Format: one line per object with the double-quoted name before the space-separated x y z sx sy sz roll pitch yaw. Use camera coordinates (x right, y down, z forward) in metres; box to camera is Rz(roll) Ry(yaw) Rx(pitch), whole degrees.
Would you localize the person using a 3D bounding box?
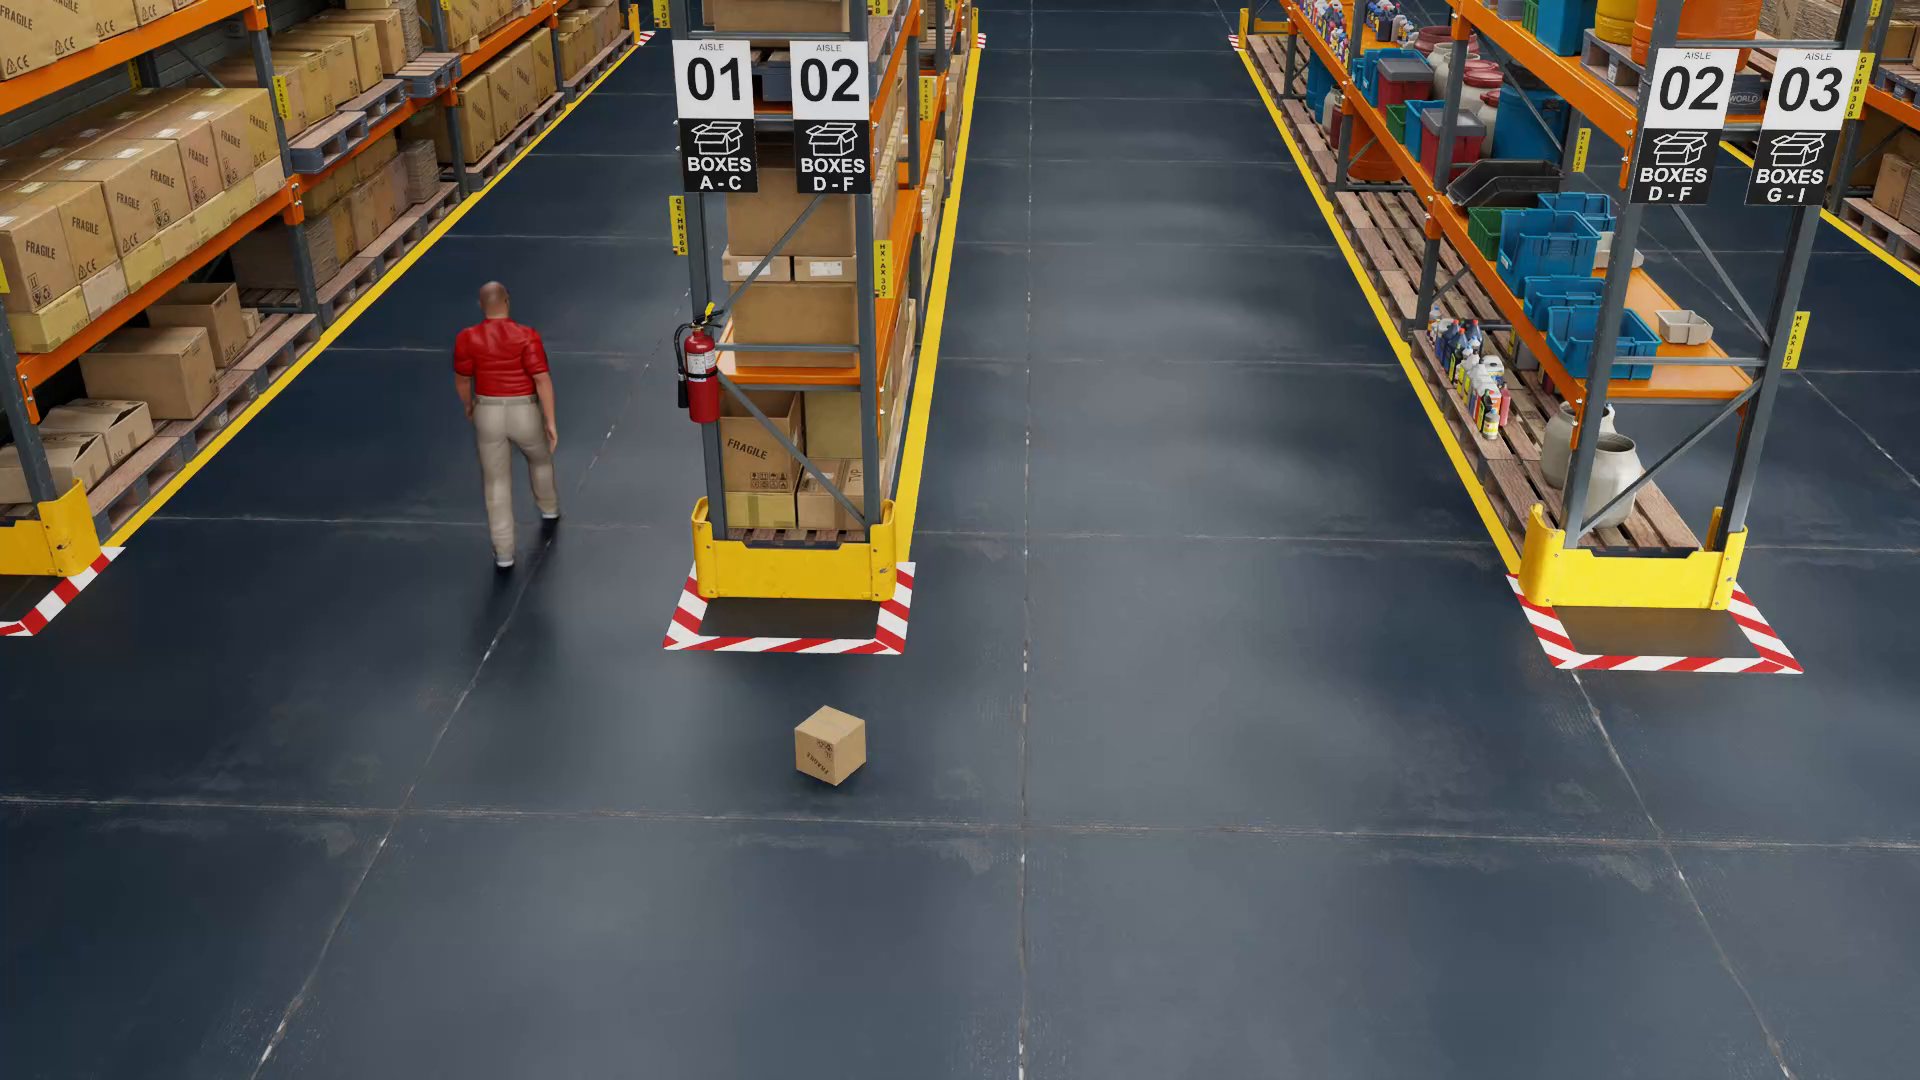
"person" -2.726 -0.758 10.077 0.586 1.712 0.946 -4 28 -8
